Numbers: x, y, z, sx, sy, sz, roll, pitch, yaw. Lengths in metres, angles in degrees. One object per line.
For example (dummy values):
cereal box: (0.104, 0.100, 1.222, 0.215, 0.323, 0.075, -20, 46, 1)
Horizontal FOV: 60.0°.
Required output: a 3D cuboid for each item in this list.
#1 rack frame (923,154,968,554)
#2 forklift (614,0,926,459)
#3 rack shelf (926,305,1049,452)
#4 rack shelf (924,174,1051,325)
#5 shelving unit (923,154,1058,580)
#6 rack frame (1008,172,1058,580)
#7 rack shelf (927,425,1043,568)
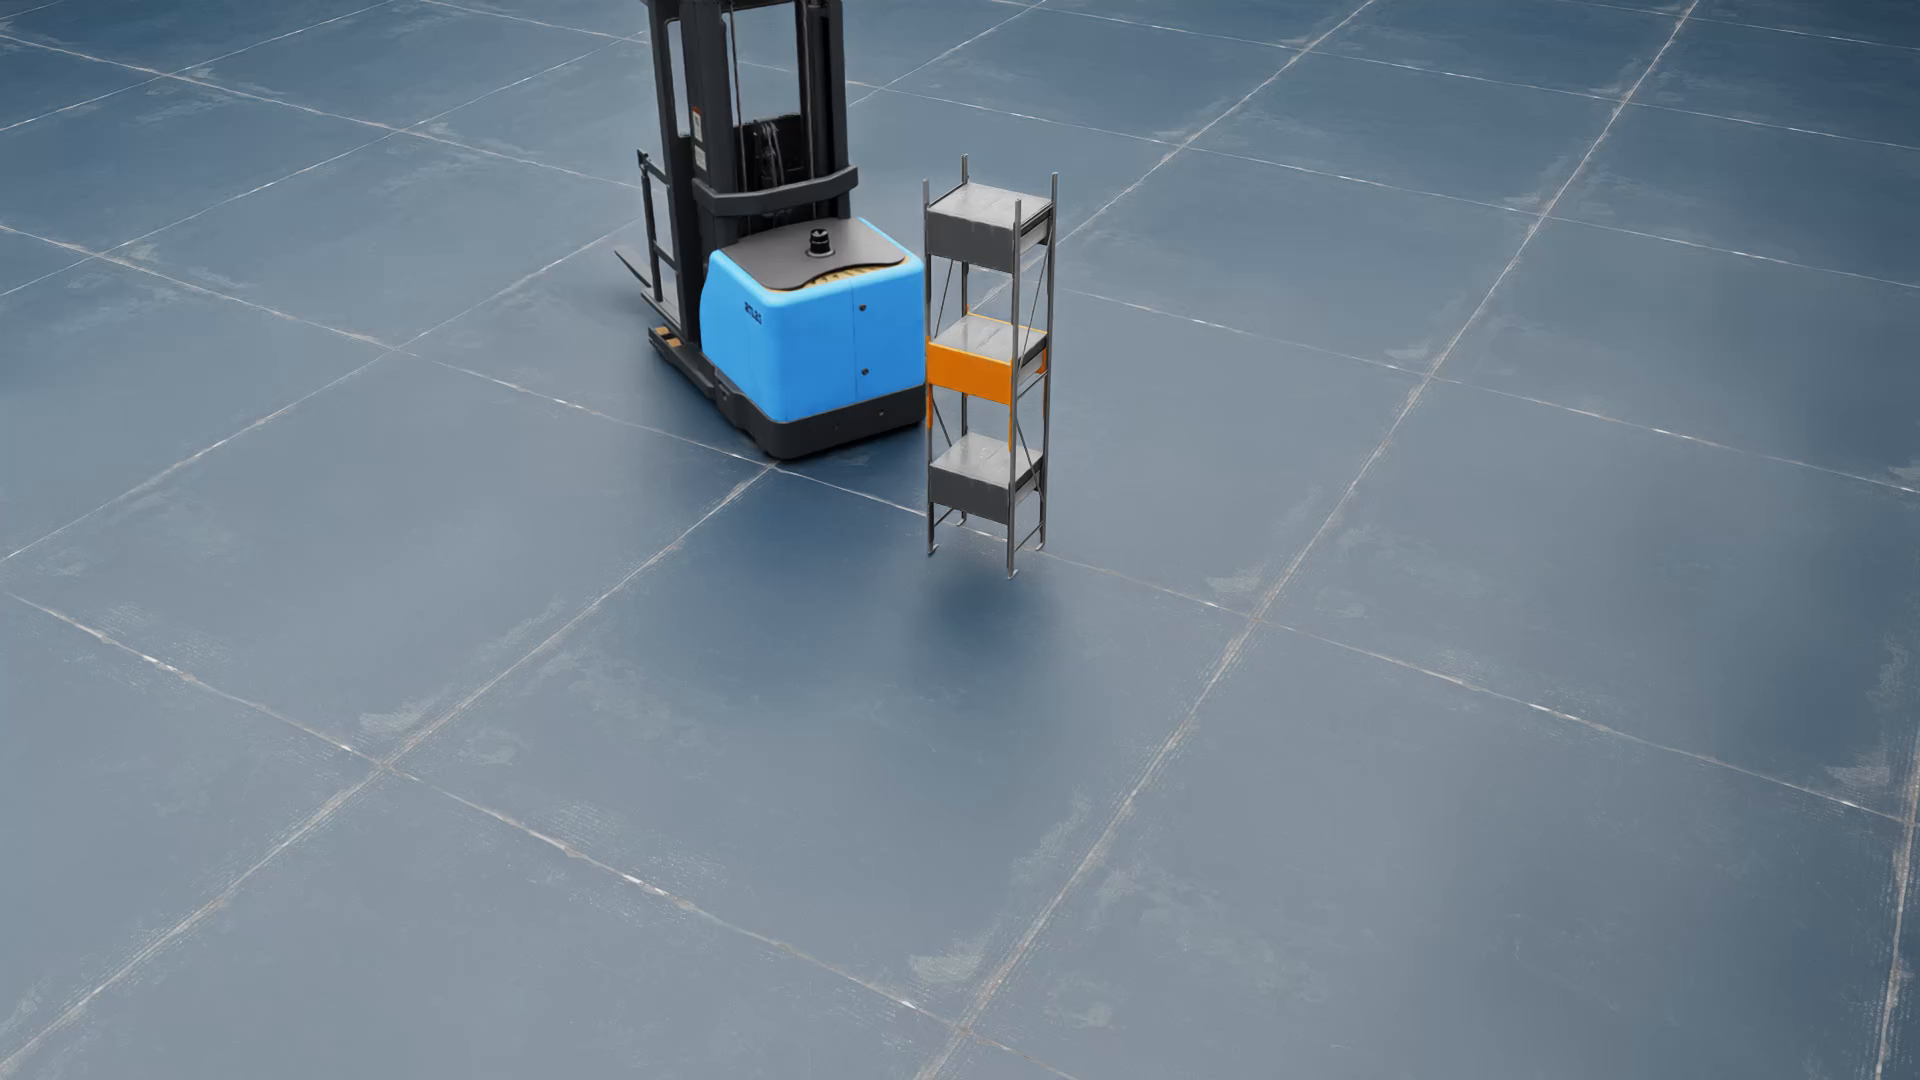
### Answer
rack frame: (-0.068, -0.896, 8.471, 0.015, 2.100, 0.400, 18, 37, 24)
forklift: (-1.374, -2.474, 10.092, 1.130, 2.935, 3.031, -18, 38, -25)
rack shelf: (0.144, -0.817, 8.378, 0.480, 0.518, 0.431, 18, 37, 24)
rack shelf: (0.144, -1.400, 7.990, 0.480, 0.518, 0.431, 18, 37, 24)
shelving unit: (0.144, -0.828, 8.371, 0.503, 2.100, 0.431, 18, 37, 24)
rack frame: (0.356, -0.761, 8.270, 0.015, 2.100, 0.400, 18, 37, 24)
rack shelf: (0.144, -0.234, 8.766, 0.480, 0.518, 0.431, 18, 37, 24)
